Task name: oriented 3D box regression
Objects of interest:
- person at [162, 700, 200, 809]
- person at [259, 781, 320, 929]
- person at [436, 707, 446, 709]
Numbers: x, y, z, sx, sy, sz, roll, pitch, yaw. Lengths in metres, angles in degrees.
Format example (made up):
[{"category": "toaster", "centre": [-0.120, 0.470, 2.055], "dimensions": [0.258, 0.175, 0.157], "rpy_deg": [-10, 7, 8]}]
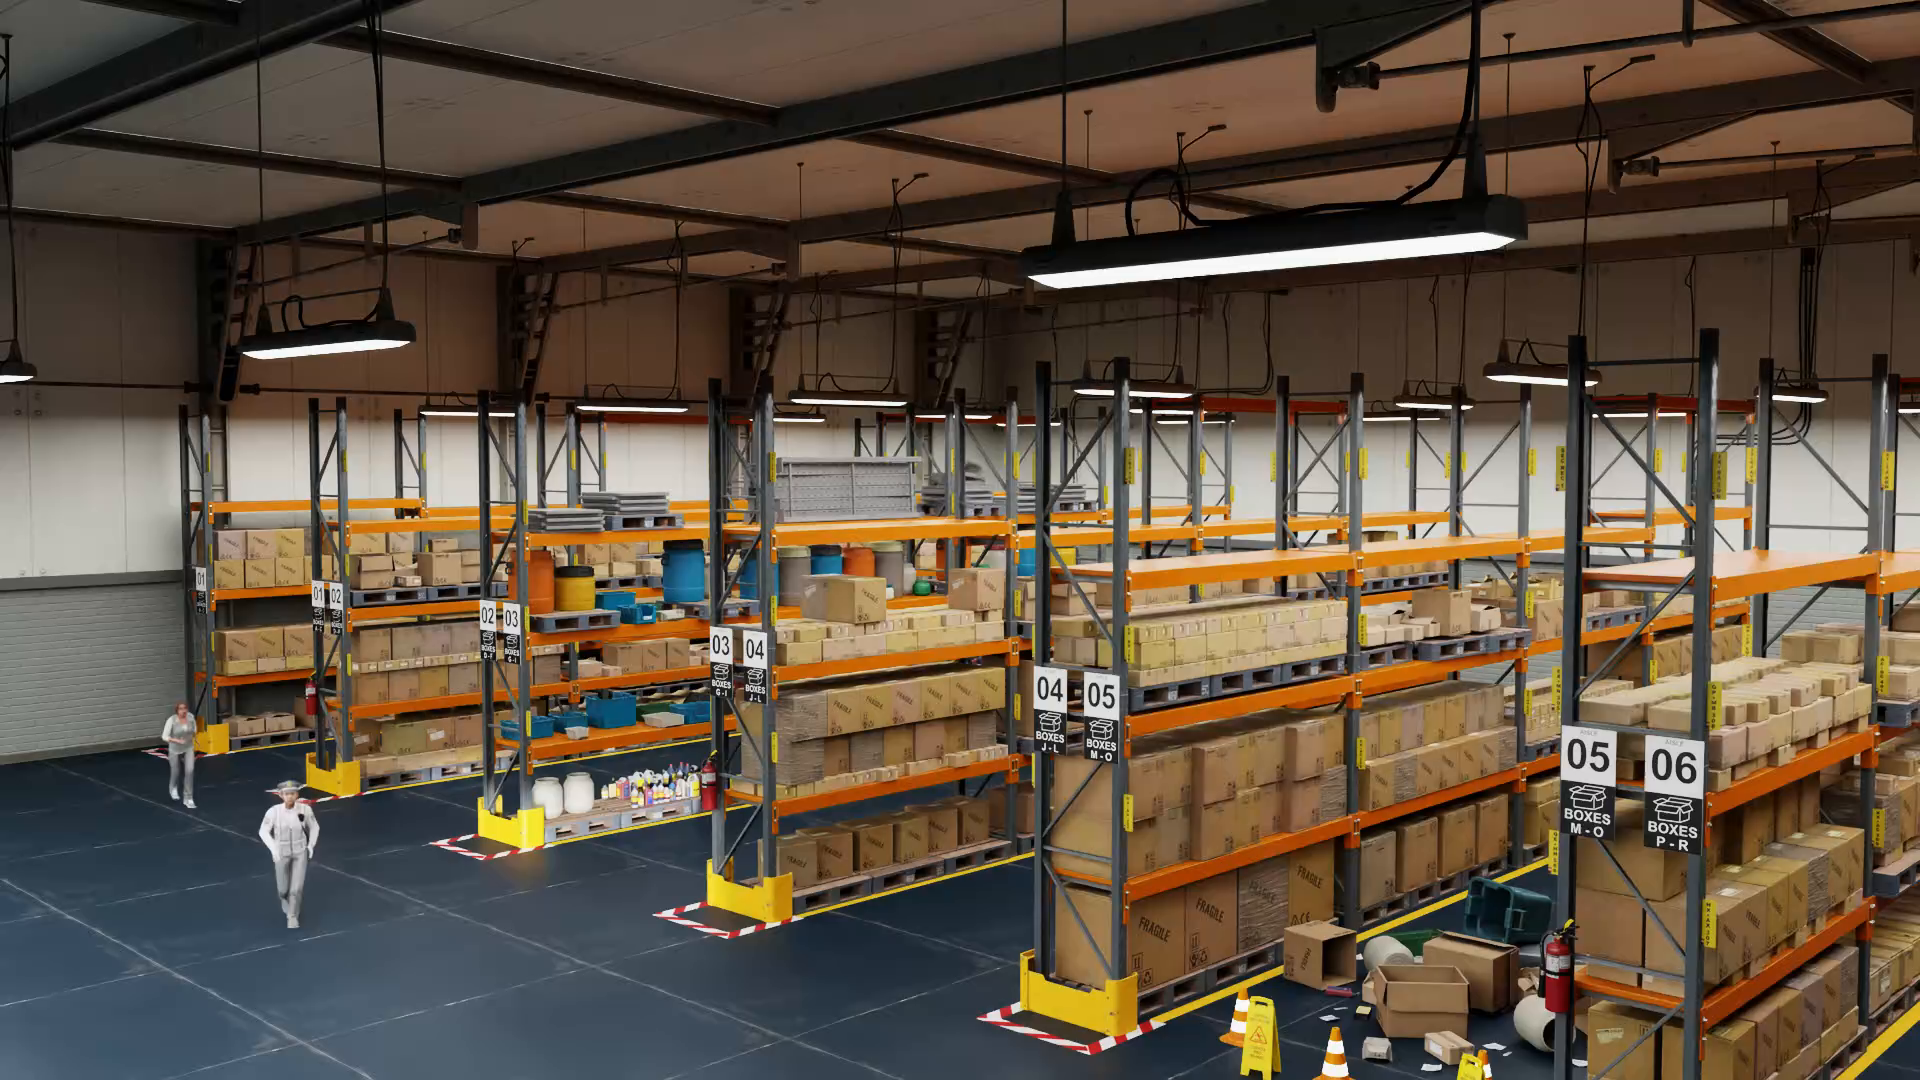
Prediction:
[{"category": "person", "centre": [-11.401, 3.100, 24.323], "dimensions": [0.530, 1.574, 0.894], "rpy_deg": [-2, 4, -36]}, {"category": "person", "centre": [-7.322, 3.401, 18.175], "dimensions": [0.617, 1.631, 0.593], "rpy_deg": [-1, 3, -24]}, {"category": "person", "centre": [-8.904, 2.829, 28.714], "dimensions": [0.584, 1.663, 0.793], "rpy_deg": [2, 4, 34]}]
